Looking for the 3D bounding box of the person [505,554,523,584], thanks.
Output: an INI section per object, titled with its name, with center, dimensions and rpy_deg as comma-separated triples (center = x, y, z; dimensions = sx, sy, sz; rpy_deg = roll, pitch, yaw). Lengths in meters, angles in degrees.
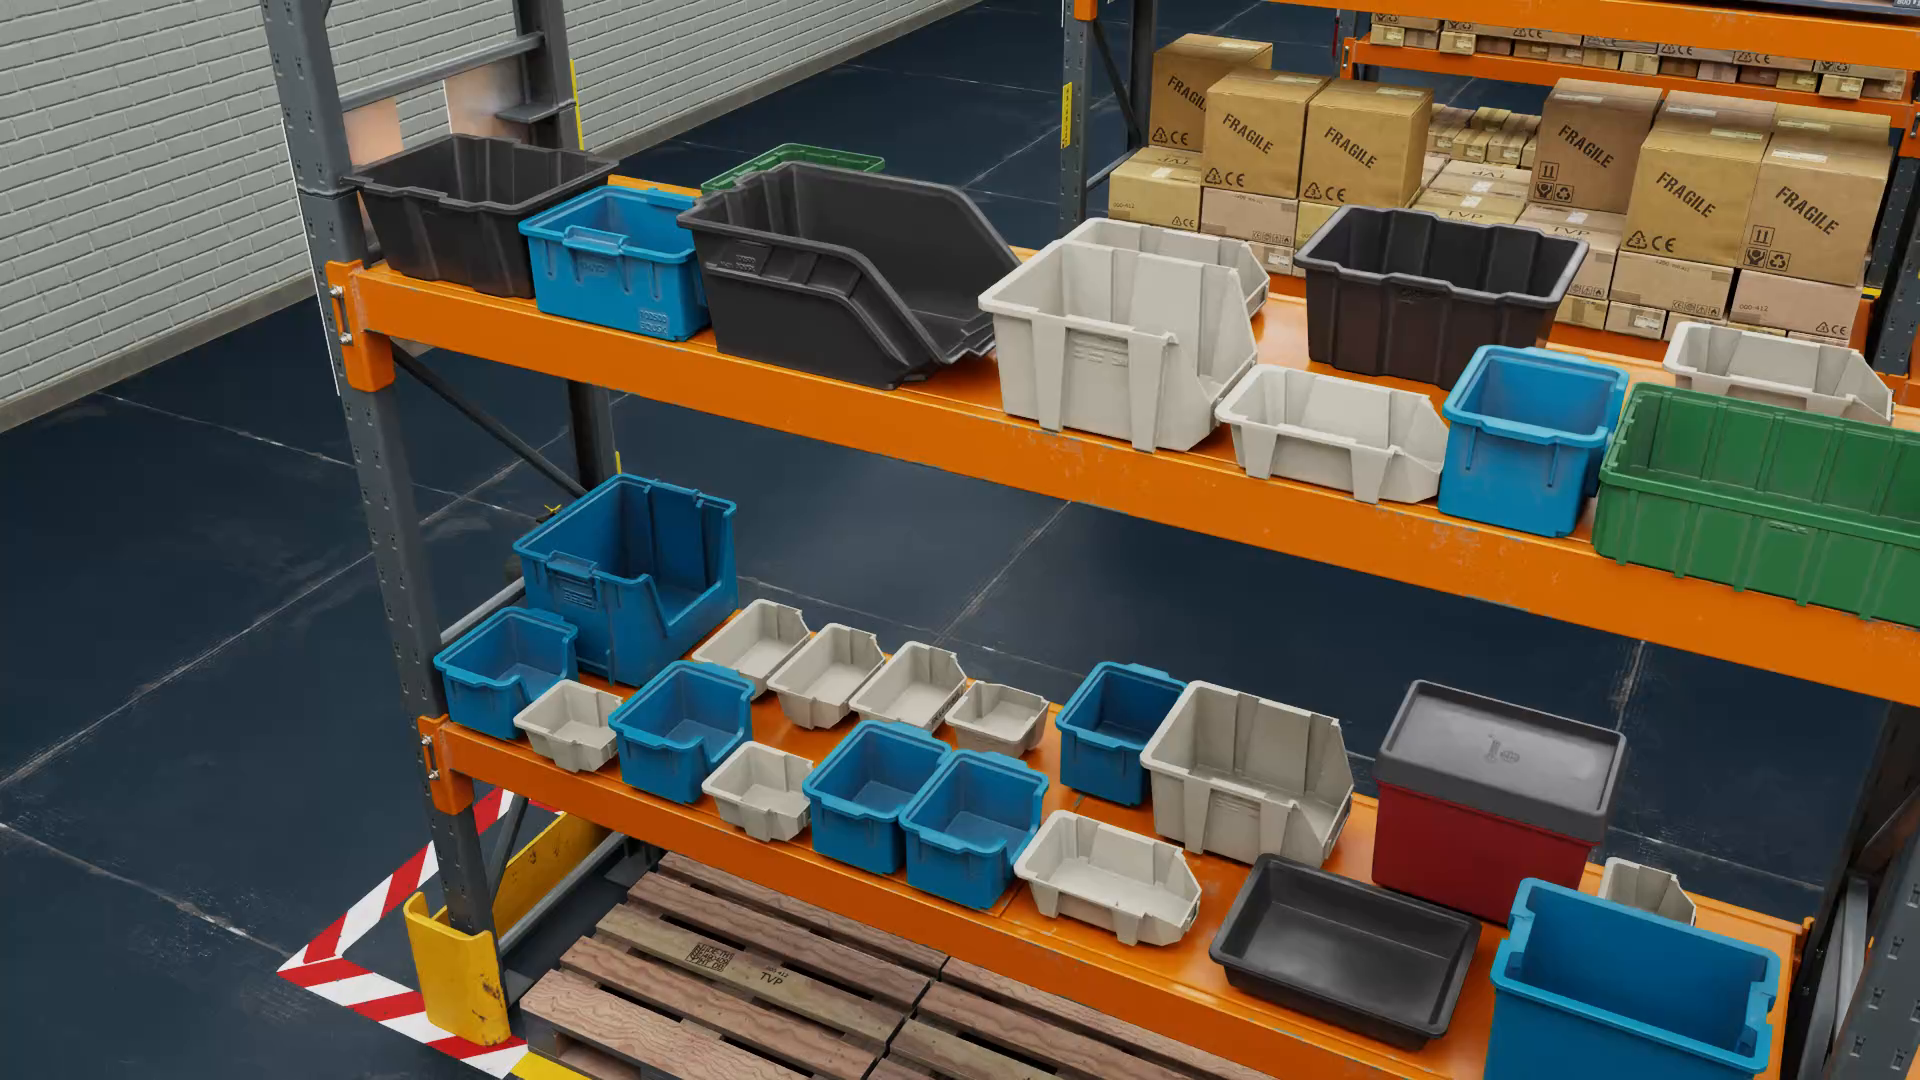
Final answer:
[person]
center = -1.573, 0.399, 7.379
dimensions = 0.852, 0.756, 0.458
rpy_deg = 8, 31, 14
